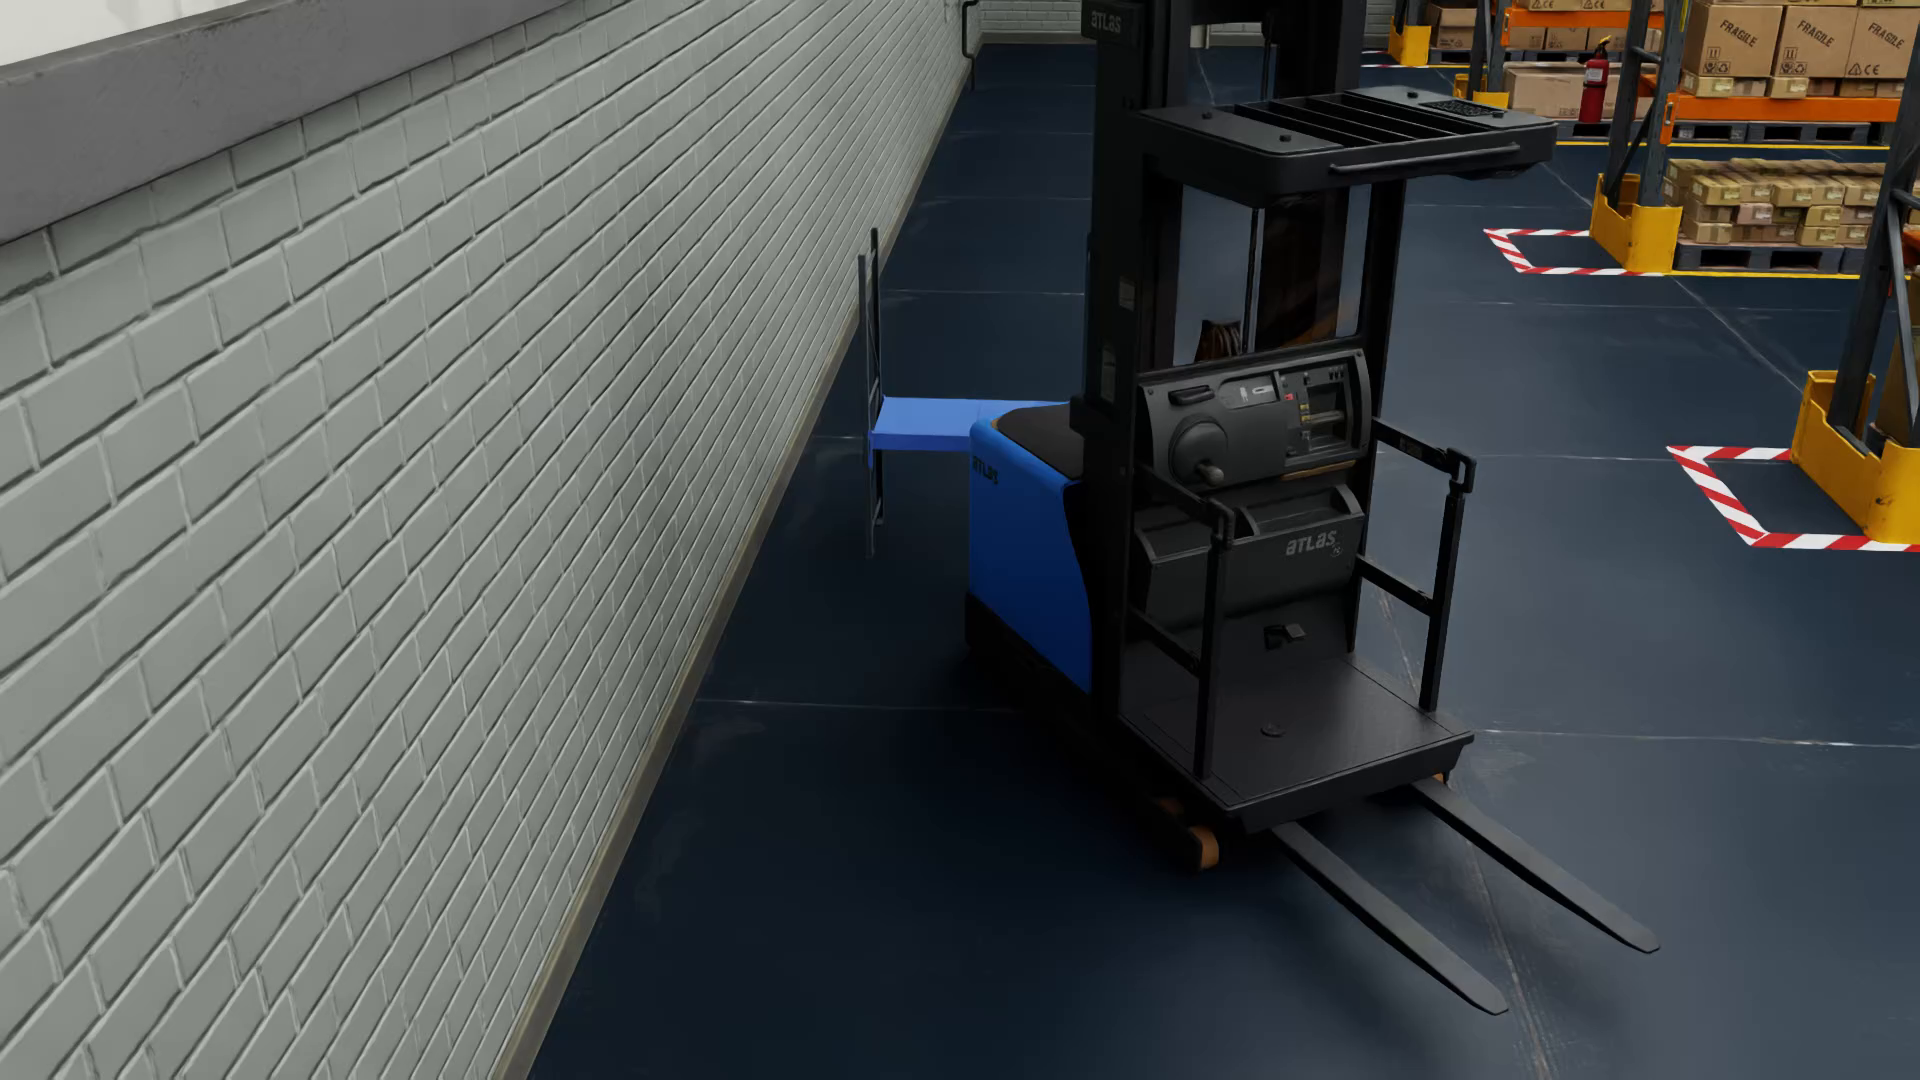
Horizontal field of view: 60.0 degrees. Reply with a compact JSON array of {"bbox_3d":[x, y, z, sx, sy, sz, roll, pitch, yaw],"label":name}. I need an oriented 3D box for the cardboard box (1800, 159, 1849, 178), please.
[{"bbox_3d":[6.822,-2.896,13.152,0.250,0.149,0.380,3,25,6],"label":"cardboard box"}]

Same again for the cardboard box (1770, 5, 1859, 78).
[{"bbox_3d":[6.197,-3.693,12.212,0.500,0.500,0.500,2,25,4],"label":"cardboard box"}]

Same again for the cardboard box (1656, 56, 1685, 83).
[{"bbox_3d":[5.582,-3.642,12.877,0.250,0.149,0.380,2,25,4],"label":"cardboard box"}]

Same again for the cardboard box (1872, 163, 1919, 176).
[{"bbox_3d":[7.340,-2.845,13.040,0.250,0.149,0.380,2,25,4],"label":"cardboard box"}]

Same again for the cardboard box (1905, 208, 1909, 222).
[{"bbox_3d":[7.050,-2.539,12.731,0.250,0.149,0.380,3,25,7],"label":"cardboard box"}]

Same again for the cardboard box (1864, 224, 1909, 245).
[{"bbox_3d":[6.998,-2.348,12.673,0.250,0.149,0.380,1,25,1],"label":"cardboard box"}]

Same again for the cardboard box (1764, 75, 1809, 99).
[{"bbox_3d":[6.054,-3.366,12.277,0.250,0.149,0.380,1,25,2],"label":"cardboard box"}]

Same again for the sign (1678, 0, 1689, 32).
[{"bbox_3d":[5.194,-3.816,11.919,0.005,0.325,0.100,2,25,4],"label":"sign"}]

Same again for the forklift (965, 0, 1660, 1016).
[{"bbox_3d":[1.140,-0.396,5.605,1.130,2.935,3.031,-12,27,-24],"label":"forklift"}]

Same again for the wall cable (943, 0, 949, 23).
[{"bbox_3d":[-0.111,-6.362,17.234,0.123,1.953,0.585,2,25,4],"label":"wall cable"}]

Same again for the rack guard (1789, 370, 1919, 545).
[{"bbox_3d":[4.731,-0.450,8.630,0.348,0.500,1.175,2,25,4],"label":"rack guard"}]

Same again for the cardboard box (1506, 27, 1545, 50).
[{"bbox_3d":[7.341,-6.737,21.790,0.500,0.500,0.700,3,25,6],"label":"cardboard box"}]

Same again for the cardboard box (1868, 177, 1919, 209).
[{"bbox_3d":[7.045,-2.622,12.557,0.250,0.149,0.380,2,25,5],"label":"cardboard box"}]

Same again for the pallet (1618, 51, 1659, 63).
[{"bbox_3d":[9.193,-6.411,21.931,1.213,0.211,1.003,2,25,4],"label":"pallet"}]

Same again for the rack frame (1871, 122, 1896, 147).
[{"bbox_3d":[9.502,-5.587,16.804,0.127,3.000,1.000,2,25,4],"label":"rack frame"}]

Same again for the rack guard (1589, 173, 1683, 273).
[{"bbox_3d":[5.311,-2.511,13.108,0.348,0.500,1.175,2,25,4],"label":"rack guard"}]

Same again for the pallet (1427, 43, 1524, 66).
[{"bbox_3d":[6.760,-6.489,22.101,1.213,0.211,1.003,2,25,4],"label":"pallet"}]

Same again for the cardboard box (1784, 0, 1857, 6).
[{"bbox_3d":[6.166,-4.145,11.998,0.500,0.500,0.500,3,25,6],"label":"cardboard box"}]

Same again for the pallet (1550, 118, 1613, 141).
[{"bbox_3d":[6.317,-4.455,17.680,1.213,0.211,1.003,2,25,4],"label":"pallet"}]

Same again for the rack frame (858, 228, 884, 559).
[{"bbox_3d":[-0.422,-0.695,7.966,0.032,1.500,0.500,2,25,4],"label":"rack frame"}]

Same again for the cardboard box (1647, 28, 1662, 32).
[{"bbox_3d":[9.237,-6.745,22.034,0.500,0.311,0.500,3,25,6],"label":"cardboard box"}]

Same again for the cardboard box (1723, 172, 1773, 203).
[{"bbox_3d":[6.016,-2.698,12.721,0.250,0.149,0.380,2,25,5],"label":"cardboard box"}]

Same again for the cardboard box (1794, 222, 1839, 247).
[{"bbox_3d":[6.495,-2.361,12.701,0.250,0.149,0.380,2,25,5],"label":"cardboard box"}]

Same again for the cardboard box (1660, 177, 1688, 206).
[{"bbox_3d":[5.783,-2.782,13.259,0.250,0.149,0.380,1,25,3],"label":"cardboard box"}]

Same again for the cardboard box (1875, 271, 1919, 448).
[{"bbox_3d":[5.399,-0.823,8.490,0.875,0.875,0.875,2,25,4],"label":"cardboard box"}]

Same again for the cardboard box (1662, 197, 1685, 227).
[{"bbox_3d":[5.776,-2.614,13.252,0.250,0.149,0.380,2,25,5],"label":"cardboard box"}]

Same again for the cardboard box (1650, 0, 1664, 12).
[{"bbox_3d":[6.982,-5.597,16.706,0.500,0.500,0.500,2,25,4],"label":"cardboard box"}]

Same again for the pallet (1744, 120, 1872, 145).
[{"bbox_3d":[8.749,-4.377,17.510,1.213,0.211,1.003,2,25,4],"label":"pallet"}]

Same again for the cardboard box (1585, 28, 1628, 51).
[{"bbox_3d":[8.377,-6.703,21.717,0.500,0.500,0.700,1,25,2],"label":"cardboard box"}]

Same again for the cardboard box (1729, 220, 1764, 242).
[{"bbox_3d":[6.000,-2.420,12.829,0.250,0.149,0.380,2,25,4],"label":"cardboard box"}]

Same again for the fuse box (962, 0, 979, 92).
[{"bbox_3d":[0.196,-6.171,19.615,0.414,1.711,0.539,2,25,4],"label":"fuse box"}]

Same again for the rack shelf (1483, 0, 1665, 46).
[{"bbox_3d":[7.507,-5.324,17.093,4.000,0.370,1.077,2,25,4],"label":"rack shelf"}]

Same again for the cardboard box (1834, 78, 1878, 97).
[{"bbox_3d":[6.592,-3.396,12.342,0.250,0.149,0.380,2,25,3],"label":"cardboard box"}]

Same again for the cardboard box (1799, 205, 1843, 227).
[{"bbox_3d":[6.505,-2.499,12.645,0.250,0.149,0.380,3,25,6],"label":"cardboard box"}]

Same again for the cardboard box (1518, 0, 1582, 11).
[{"bbox_3d":[5.970,-5.625,16.767,0.500,0.500,0.500,2,25,4],"label":"cardboard box"}]

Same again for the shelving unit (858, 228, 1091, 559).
[{"bbox_3d":[0.085,-0.679,7.931,1.048,1.500,0.538,2,25,4],"label":"shelving unit"}]

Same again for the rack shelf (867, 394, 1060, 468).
[{"bbox_3d":[0.085,-0.515,8.006,1.000,0.185,0.538,2,25,4],"label":"rack shelf"}]

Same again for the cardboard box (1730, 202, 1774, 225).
[{"bbox_3d":[6.007,-2.523,12.698,0.250,0.149,0.380,2,25,4],"label":"cardboard box"}]

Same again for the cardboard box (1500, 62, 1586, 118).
[{"bbox_3d":[6.179,-4.762,17.574,0.875,0.438,0.875,1,25,2],"label":"cardboard box"}]

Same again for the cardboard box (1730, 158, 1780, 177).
[{"bbox_3d":[6.296,-2.916,13.195,0.250,0.149,0.380,1,25,3],"label":"cardboard box"}]

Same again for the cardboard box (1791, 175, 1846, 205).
[{"bbox_3d":[6.511,-2.663,12.645,0.250,0.149,0.380,1,25,1],"label":"cardboard box"}]

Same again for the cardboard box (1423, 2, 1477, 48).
[{"bbox_3d":[6.492,-6.782,21.884,0.637,0.503,0.797,1,25,2],"label":"cardboard box"}]

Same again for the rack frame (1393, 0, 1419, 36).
[{"bbox_3d":[5.890,-7.784,21.578,0.127,3.000,1.000,2,25,4],"label":"rack frame"}]

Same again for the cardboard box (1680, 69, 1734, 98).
[{"bbox_3d":[5.533,-3.388,12.324,0.250,0.149,0.380,2,25,4],"label":"cardboard box"}]

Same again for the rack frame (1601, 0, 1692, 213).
[{"bbox_3d":[5.235,-3.649,12.591,0.127,3.000,1.000,2,25,4],"label":"rack frame"}]

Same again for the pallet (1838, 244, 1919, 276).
[{"bbox_3d":[7.331,-2.299,12.993,1.213,0.211,1.003,2,25,4],"label":"pallet"}]

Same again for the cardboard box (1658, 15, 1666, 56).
[{"bbox_3d":[5.703,-3.922,12.710,0.500,0.500,0.500,2,25,5],"label":"cardboard box"}]

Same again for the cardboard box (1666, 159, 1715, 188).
[{"bbox_3d":[5.782,-2.903,13.168,0.250,0.149,0.380,2,25,5],"label":"cardboard box"}]

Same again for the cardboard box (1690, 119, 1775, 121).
[{"bbox_3d":[7.991,-4.707,17.454,0.875,0.438,0.875,1,25,2],"label":"cardboard box"}]
